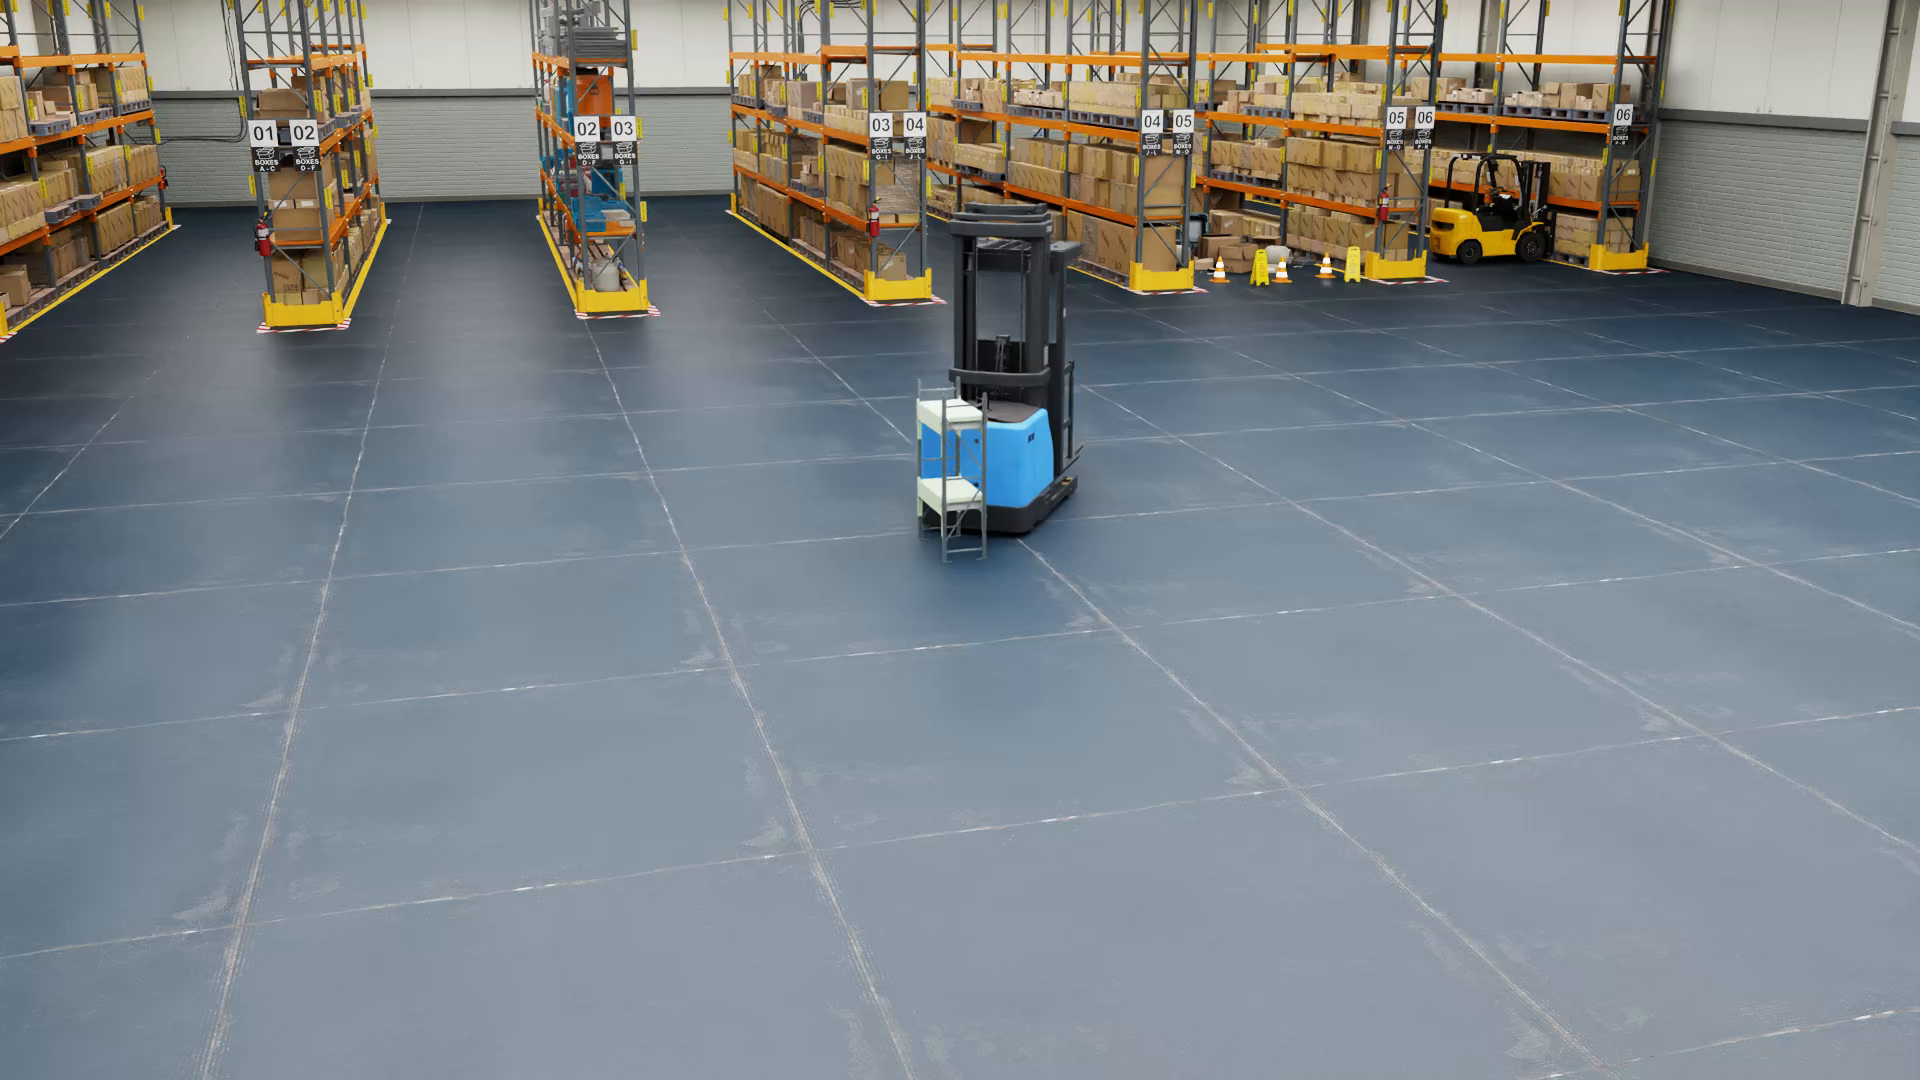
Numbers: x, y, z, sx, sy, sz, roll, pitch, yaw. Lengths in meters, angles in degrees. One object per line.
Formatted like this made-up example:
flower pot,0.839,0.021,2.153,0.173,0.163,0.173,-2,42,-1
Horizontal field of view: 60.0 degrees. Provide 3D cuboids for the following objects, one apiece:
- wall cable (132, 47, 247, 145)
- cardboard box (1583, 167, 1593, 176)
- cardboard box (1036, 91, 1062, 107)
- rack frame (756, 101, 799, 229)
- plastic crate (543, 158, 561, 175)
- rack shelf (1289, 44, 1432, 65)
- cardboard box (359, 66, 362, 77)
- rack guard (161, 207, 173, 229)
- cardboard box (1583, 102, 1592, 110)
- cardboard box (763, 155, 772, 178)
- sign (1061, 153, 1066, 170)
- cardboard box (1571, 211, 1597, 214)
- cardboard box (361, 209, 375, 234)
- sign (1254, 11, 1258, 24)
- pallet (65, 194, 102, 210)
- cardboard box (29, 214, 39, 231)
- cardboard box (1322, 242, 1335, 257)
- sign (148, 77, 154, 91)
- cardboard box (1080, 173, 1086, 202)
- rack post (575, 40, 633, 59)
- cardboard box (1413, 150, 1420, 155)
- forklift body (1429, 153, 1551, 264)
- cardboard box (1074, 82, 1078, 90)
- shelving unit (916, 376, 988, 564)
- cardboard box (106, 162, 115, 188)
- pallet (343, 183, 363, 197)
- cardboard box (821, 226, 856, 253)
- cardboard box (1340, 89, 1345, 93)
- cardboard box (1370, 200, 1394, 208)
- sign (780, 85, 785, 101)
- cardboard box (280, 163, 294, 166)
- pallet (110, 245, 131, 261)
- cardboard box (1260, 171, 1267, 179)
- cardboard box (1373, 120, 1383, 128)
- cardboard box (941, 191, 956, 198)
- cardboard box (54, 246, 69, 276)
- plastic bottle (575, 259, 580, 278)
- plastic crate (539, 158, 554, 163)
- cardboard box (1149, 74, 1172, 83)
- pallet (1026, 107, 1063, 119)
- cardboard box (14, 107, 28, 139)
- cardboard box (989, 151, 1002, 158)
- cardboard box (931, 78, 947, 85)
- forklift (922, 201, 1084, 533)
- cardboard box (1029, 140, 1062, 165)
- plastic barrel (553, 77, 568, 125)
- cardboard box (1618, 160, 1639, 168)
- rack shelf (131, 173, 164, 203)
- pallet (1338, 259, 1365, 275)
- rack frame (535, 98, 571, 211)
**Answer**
wall cable,-20.978,-11.962,44.828,3.097,2.526,0.112,-5,17,-15
cardboard box,12.754,-7.410,33.403,0.380,0.149,0.250,-4,17,-14
cardboard box,1.922,-9.313,35.078,0.500,0.311,0.500,-5,18,-17
rack frame,-4.380,-9.052,40.170,1.000,3.000,0.127,-5,17,-15
plastic crate,-9.599,-8.783,39.200,0.392,0.384,0.575,-5,17,-15
rack shelf,7.896,-9.596,32.811,1.077,0.370,4.000,-5,17,-15
cardboard box,-14.849,-11.199,40.191,0.700,0.500,0.500,-5,17,-15
rack guard,-19.774,-7.793,40.324,1.175,0.500,0.348,-5,17,-15
cardboard box,12.698,-8.680,33.251,0.380,0.149,0.250,-5,17,-17
cardboard box,-4.355,-8.814,39.204,0.500,0.500,0.500,-5,17,-15
sign,2.096,-7.674,33.709,0.100,0.325,0.005,-5,17,-15
cardboard box,13.000,-6.698,34.644,0.500,0.250,0.500,-5,17,-16
cardboard box,-13.495,-7.169,37.484,0.500,0.500,0.500,-5,17,-16
sign,8.299,-14.651,46.620,0.100,0.325,0.005,-5,17,-15
pallet,-17.271,-6.490,31.975,1.213,0.211,1.003,-5,17,-15
cardboard box,-15.919,-5.356,28.093,0.500,0.250,0.500,-5,17,-15
cardboard box,7.681,-5.891,33.696,0.500,0.250,0.500,-5,18,-17
sign,-19.242,-10.845,39.525,0.100,0.325,0.005,-5,17,-15
cardboard box,2.901,-7.023,33.157,0.875,0.550,0.550,-5,17,-15
rack post,-5.930,-8.194,27.755,0.937,0.300,0.954,-3,17,-9
cardboard box,10.993,-9.227,39.451,0.380,0.149,0.250,-4,17,-14
forklift body,10.942,-6.883,34.426,2.313,2.155,1.214,-5,17,-15
cardboard box,2.460,-8.952,32.771,0.380,0.149,0.250,-5,17,-16
shelving unit,-0.077,-0.629,14.738,0.431,1.500,0.755,-5,18,-17
cardboard box,-17.877,-7.551,34.450,0.500,0.500,0.500,-4,17,-14
pallet,-13.061,-7.253,34.516,1.213,0.211,1.003,-5,17,-15
cardboard box,-2.443,-6.157,34.115,0.700,0.500,0.500,-5,17,-16
cardboard box,9.902,-11.398,42.298,0.380,0.149,0.250,-5,17,-16
cardboard box,8.138,-6.482,32.052,0.380,0.149,0.250,-4,17,-13
sign,-3.817,-9.626,35.831,0.100,0.325,0.005,-5,17,-15
cardboard box,-10.889,-5.909,27.280,0.700,0.500,0.500,-5,17,-17
pallet,-18.045,-5.996,34.844,1.003,0.211,1.213,-5,17,-15
cardboard box,6.779,-7.967,36.264,0.380,0.149,0.250,-5,17,-16
cardboard box,8.079,-7.909,31.588,0.380,0.149,0.250,-5,17,-15
cardboard box,-0.275,-8.896,42.842,0.380,0.149,0.250,-6,18,-18
cardboard box,-16.979,-5.163,30.805,0.700,0.500,0.500,-4,17,-15
plastic bottle,-6.952,-4.964,30.400,0.144,0.351,0.185,-5,17,-16
plastic crate,-10.310,-9.439,41.645,0.416,0.233,0.300,-5,17,-15
cardboard box,5.188,-11.748,42.855,0.500,0.500,0.500,-4,17,-14
pallet,2.054,-9.173,35.687,1.003,0.211,1.213,-4,17,-13
cardboard box,-16.092,-7.037,28.041,0.500,0.500,0.500,-4,17,-14
cardboard box,0.874,-8.844,38.152,0.380,0.149,0.250,-5,17,-16
cardboard box,-0.536,-11.846,42.958,0.380,0.149,0.250,-4,17,-14
forklift,0.555,-1.853,16.323,1.130,2.935,3.031,5,18,17
cardboard box,1.913,-8.430,36.188,0.700,0.500,0.500,-5,17,-16
plastic barrel,-7.652,-8.609,32.612,0.600,0.901,0.708,-5,17,-15
cardboard box,13.331,-7.520,33.253,0.380,0.149,0.250,-5,17,-16
rack shelf,-19.218,-8.086,38.204,1.077,0.370,4.000,-5,17,-15
pallet,8.236,-5.429,32.957,1.003,0.211,1.213,-5,17,-15
rack frame,-10.242,-9.767,42.550,1.000,3.000,0.127,-5,17,-15
